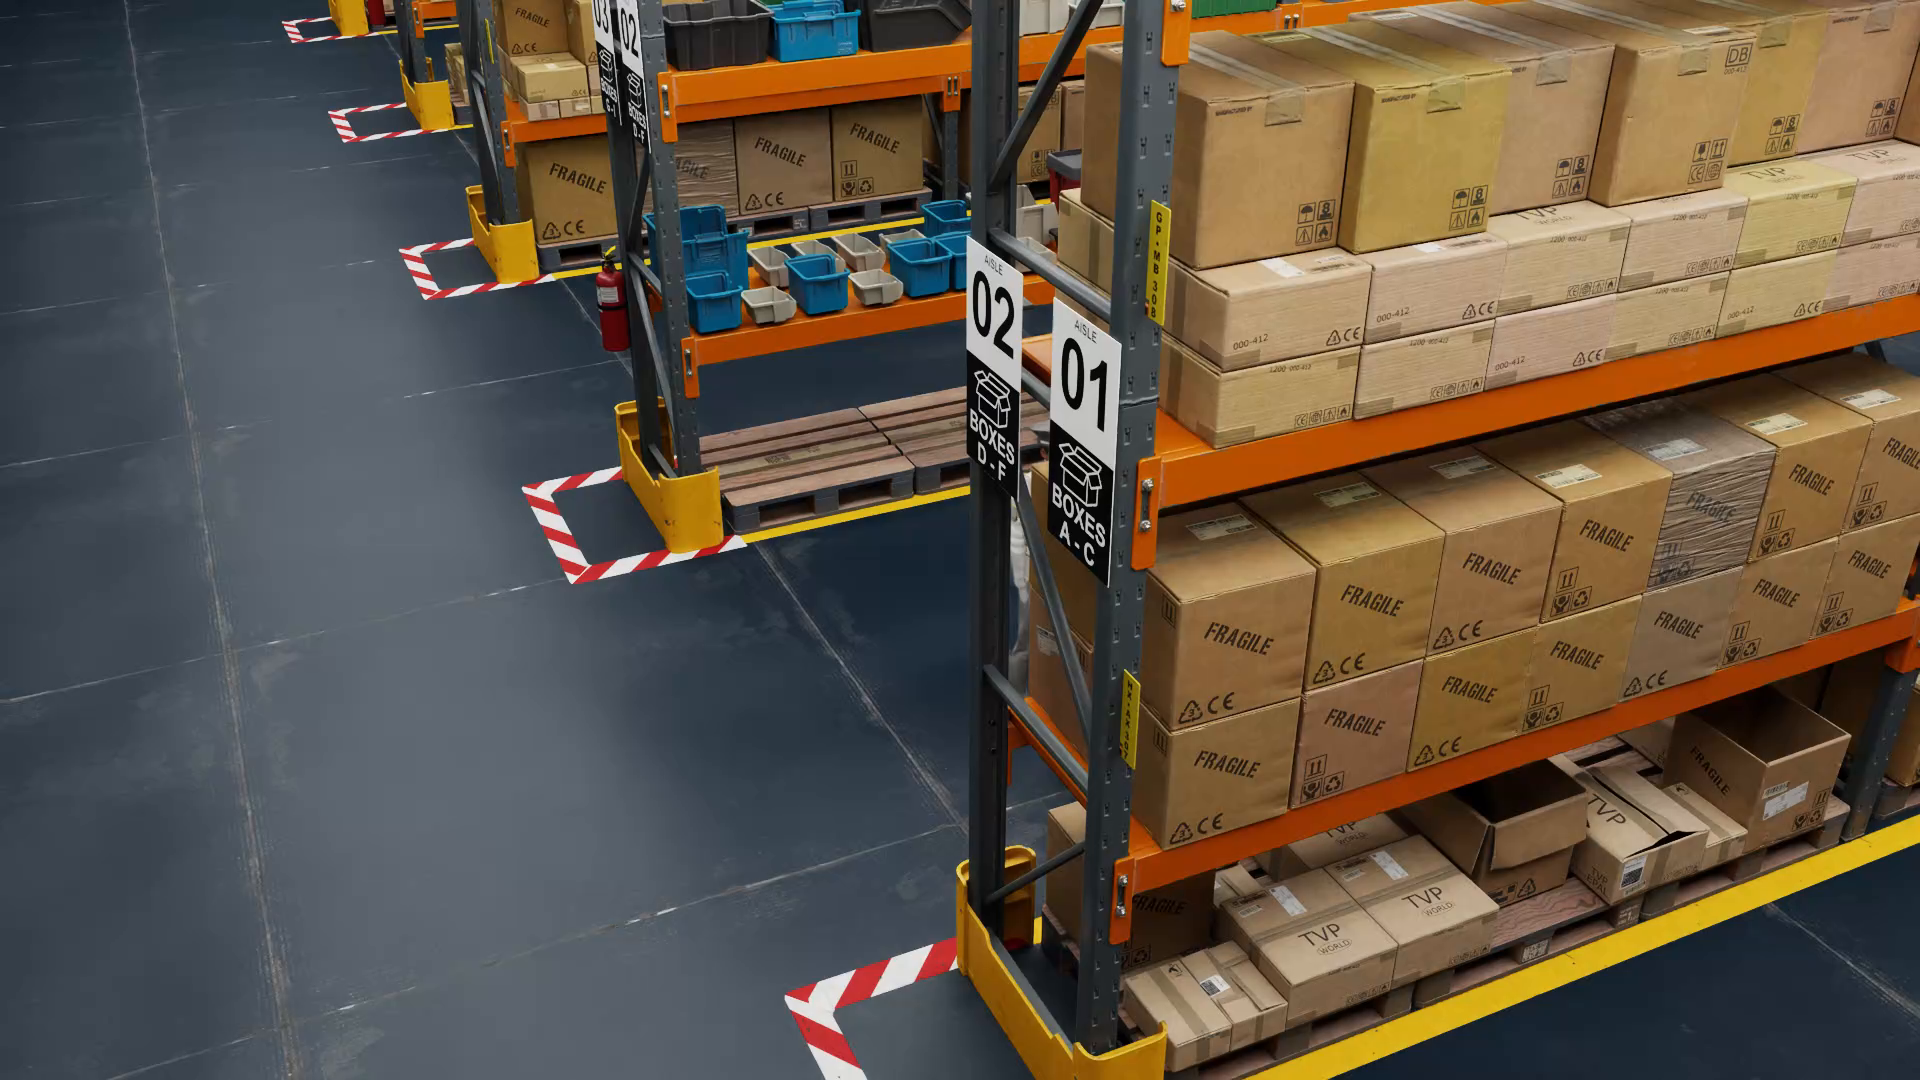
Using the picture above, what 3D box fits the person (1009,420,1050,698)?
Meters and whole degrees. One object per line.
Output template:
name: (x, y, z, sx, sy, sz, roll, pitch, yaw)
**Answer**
person: (0.475, 0.187, 8.125, 0.469, 1.708, 0.347, -12, 32, -20)
